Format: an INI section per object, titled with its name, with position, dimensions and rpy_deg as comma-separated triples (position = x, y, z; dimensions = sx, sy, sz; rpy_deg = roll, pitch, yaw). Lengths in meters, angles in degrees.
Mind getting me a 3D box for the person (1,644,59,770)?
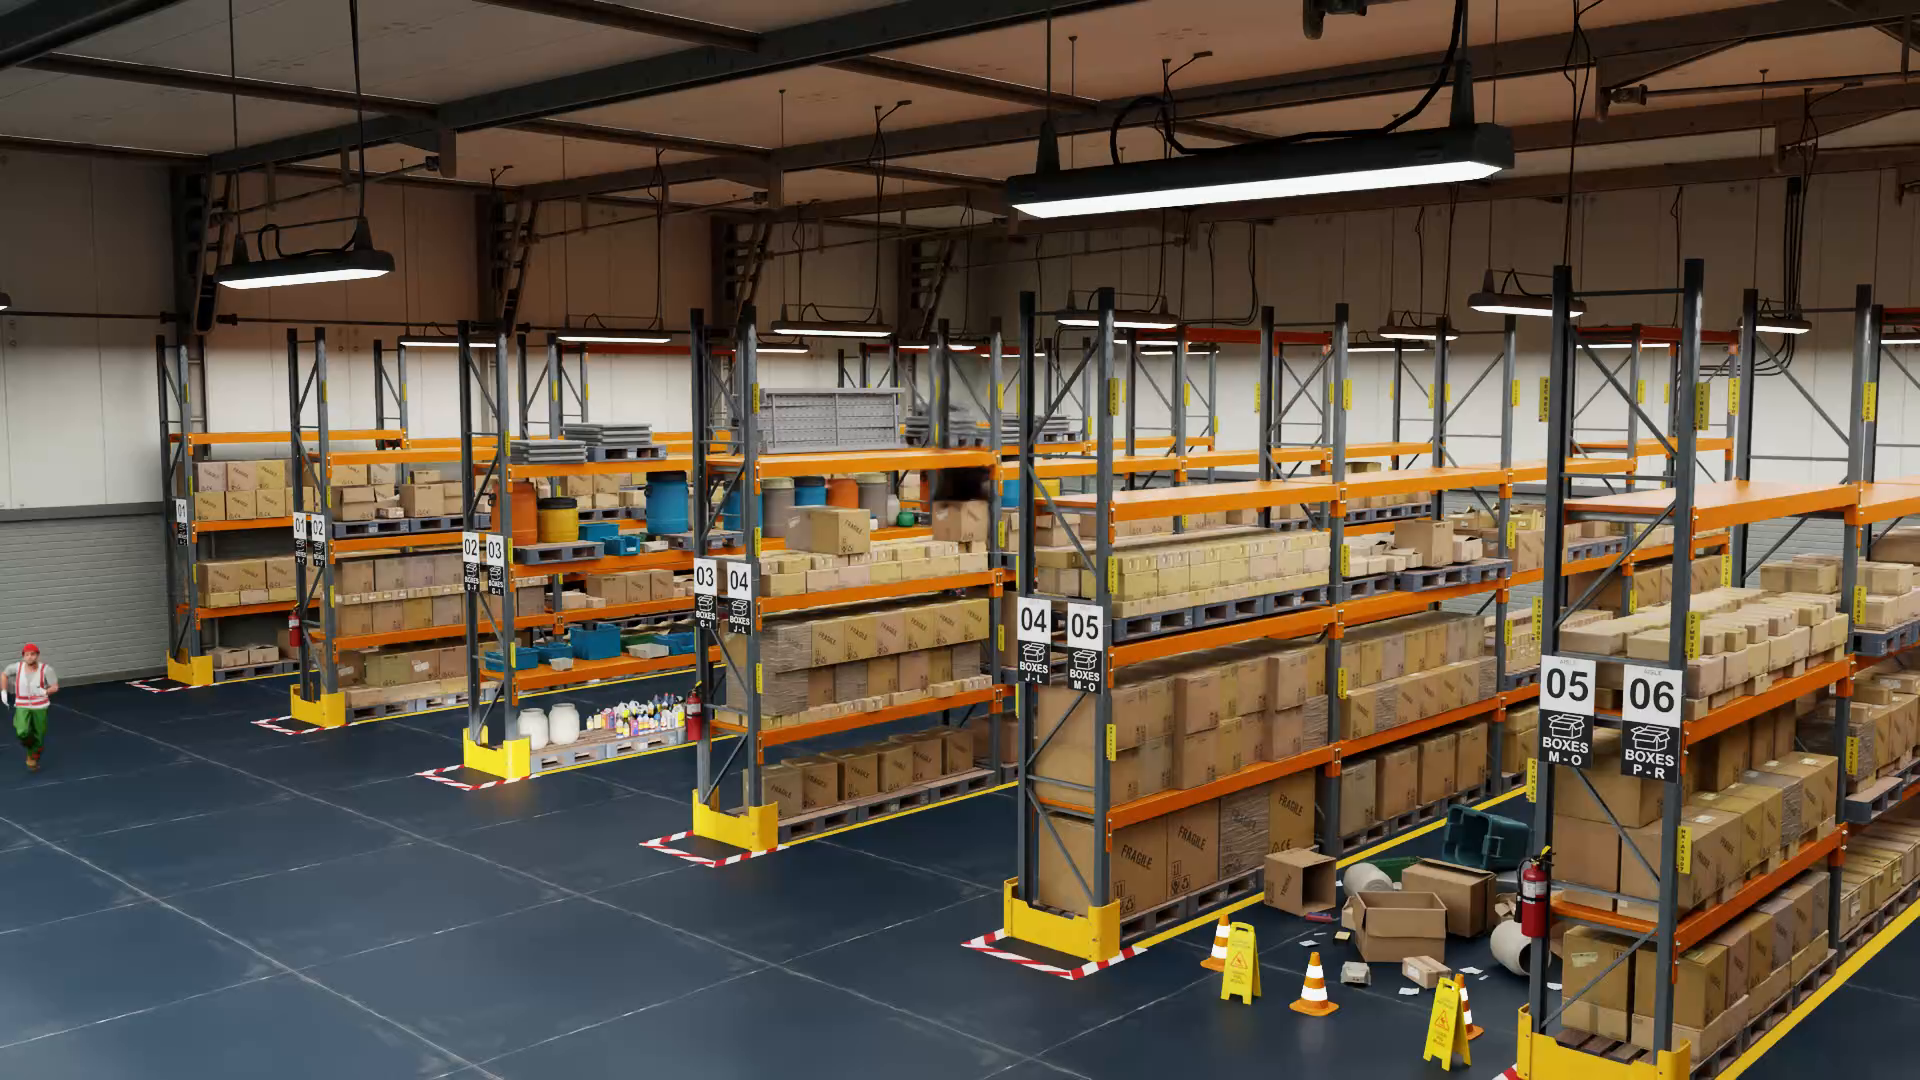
[person]
position = -12.277, 2.222, 21.947
dimensions = 0.707, 1.727, 0.750
rpy_deg = -2, 6, -22
